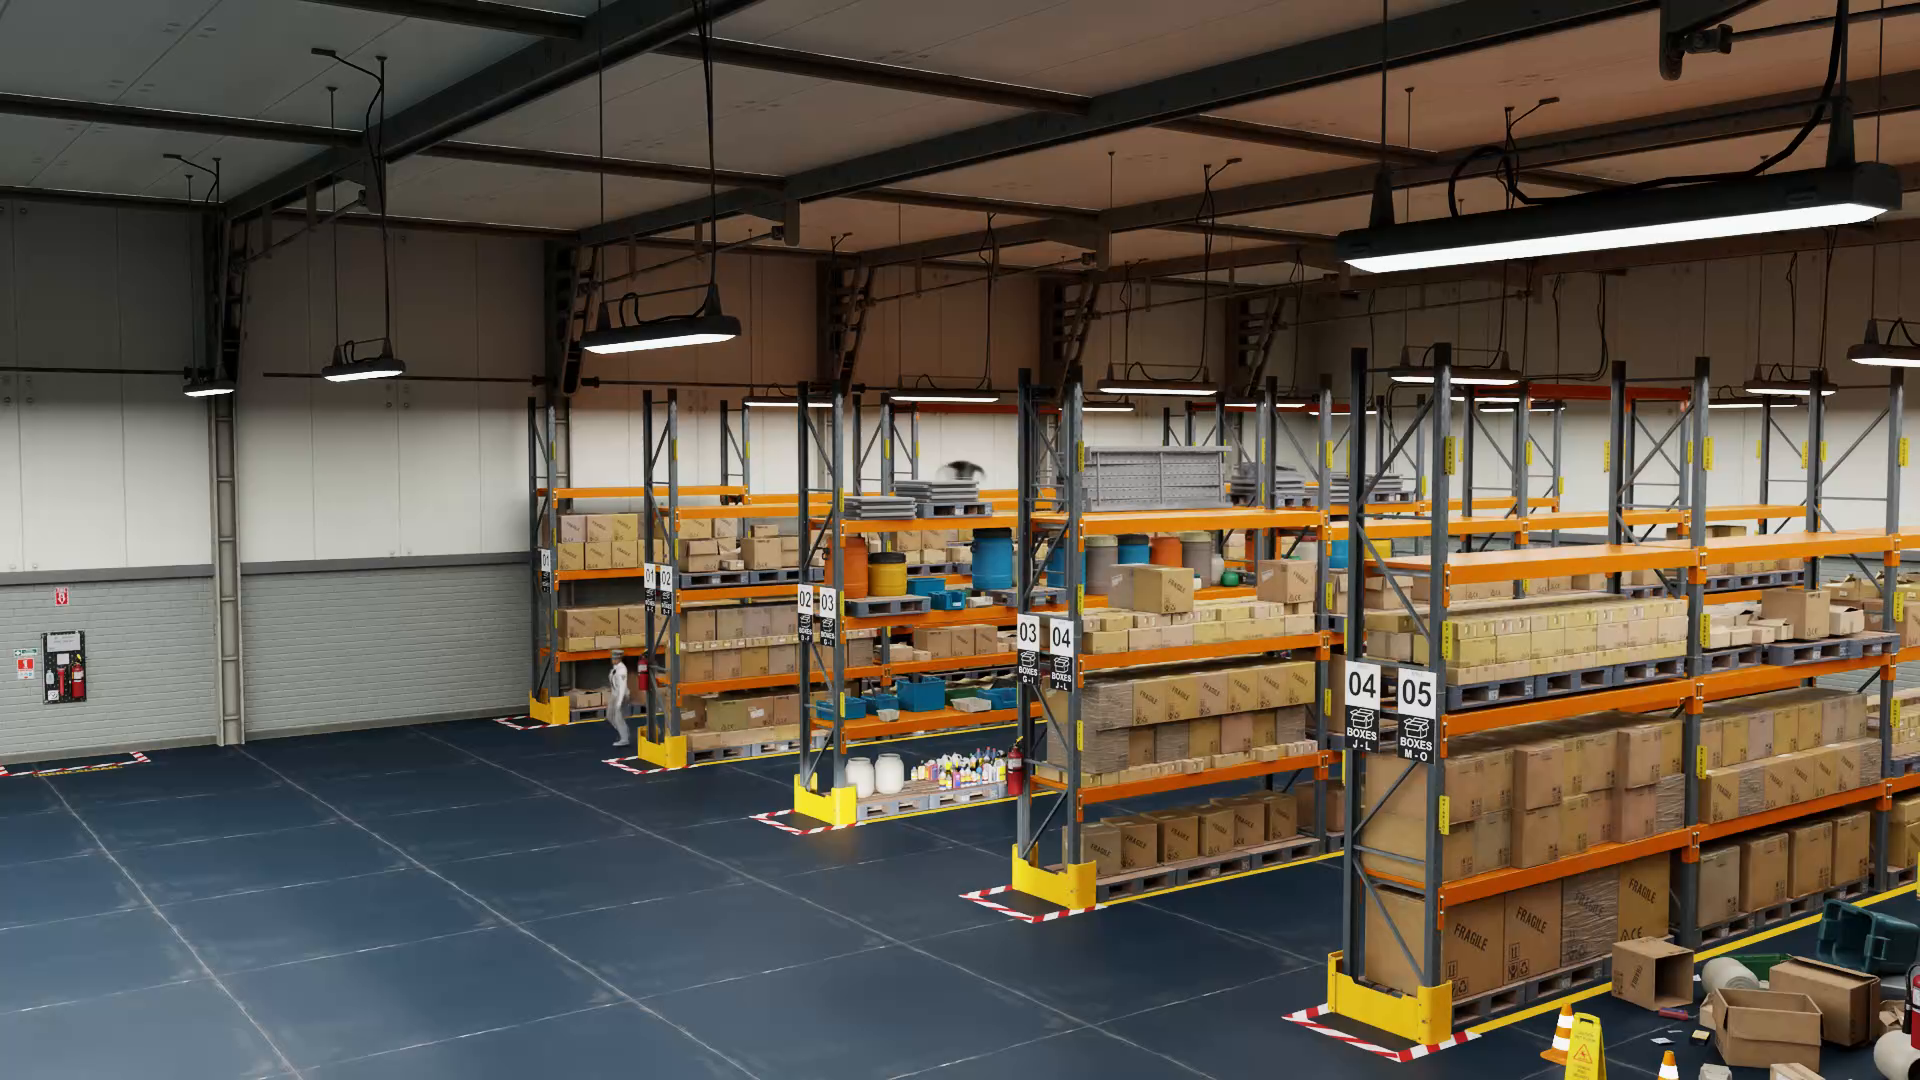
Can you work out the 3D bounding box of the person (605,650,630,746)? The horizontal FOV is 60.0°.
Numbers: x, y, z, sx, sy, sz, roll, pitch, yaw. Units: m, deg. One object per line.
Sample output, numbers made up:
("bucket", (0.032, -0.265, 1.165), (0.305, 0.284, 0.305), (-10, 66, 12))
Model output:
("person", (-5.745, 2.659, 28.075), (0.405, 1.646, 0.597), (-2, 4, -29))
